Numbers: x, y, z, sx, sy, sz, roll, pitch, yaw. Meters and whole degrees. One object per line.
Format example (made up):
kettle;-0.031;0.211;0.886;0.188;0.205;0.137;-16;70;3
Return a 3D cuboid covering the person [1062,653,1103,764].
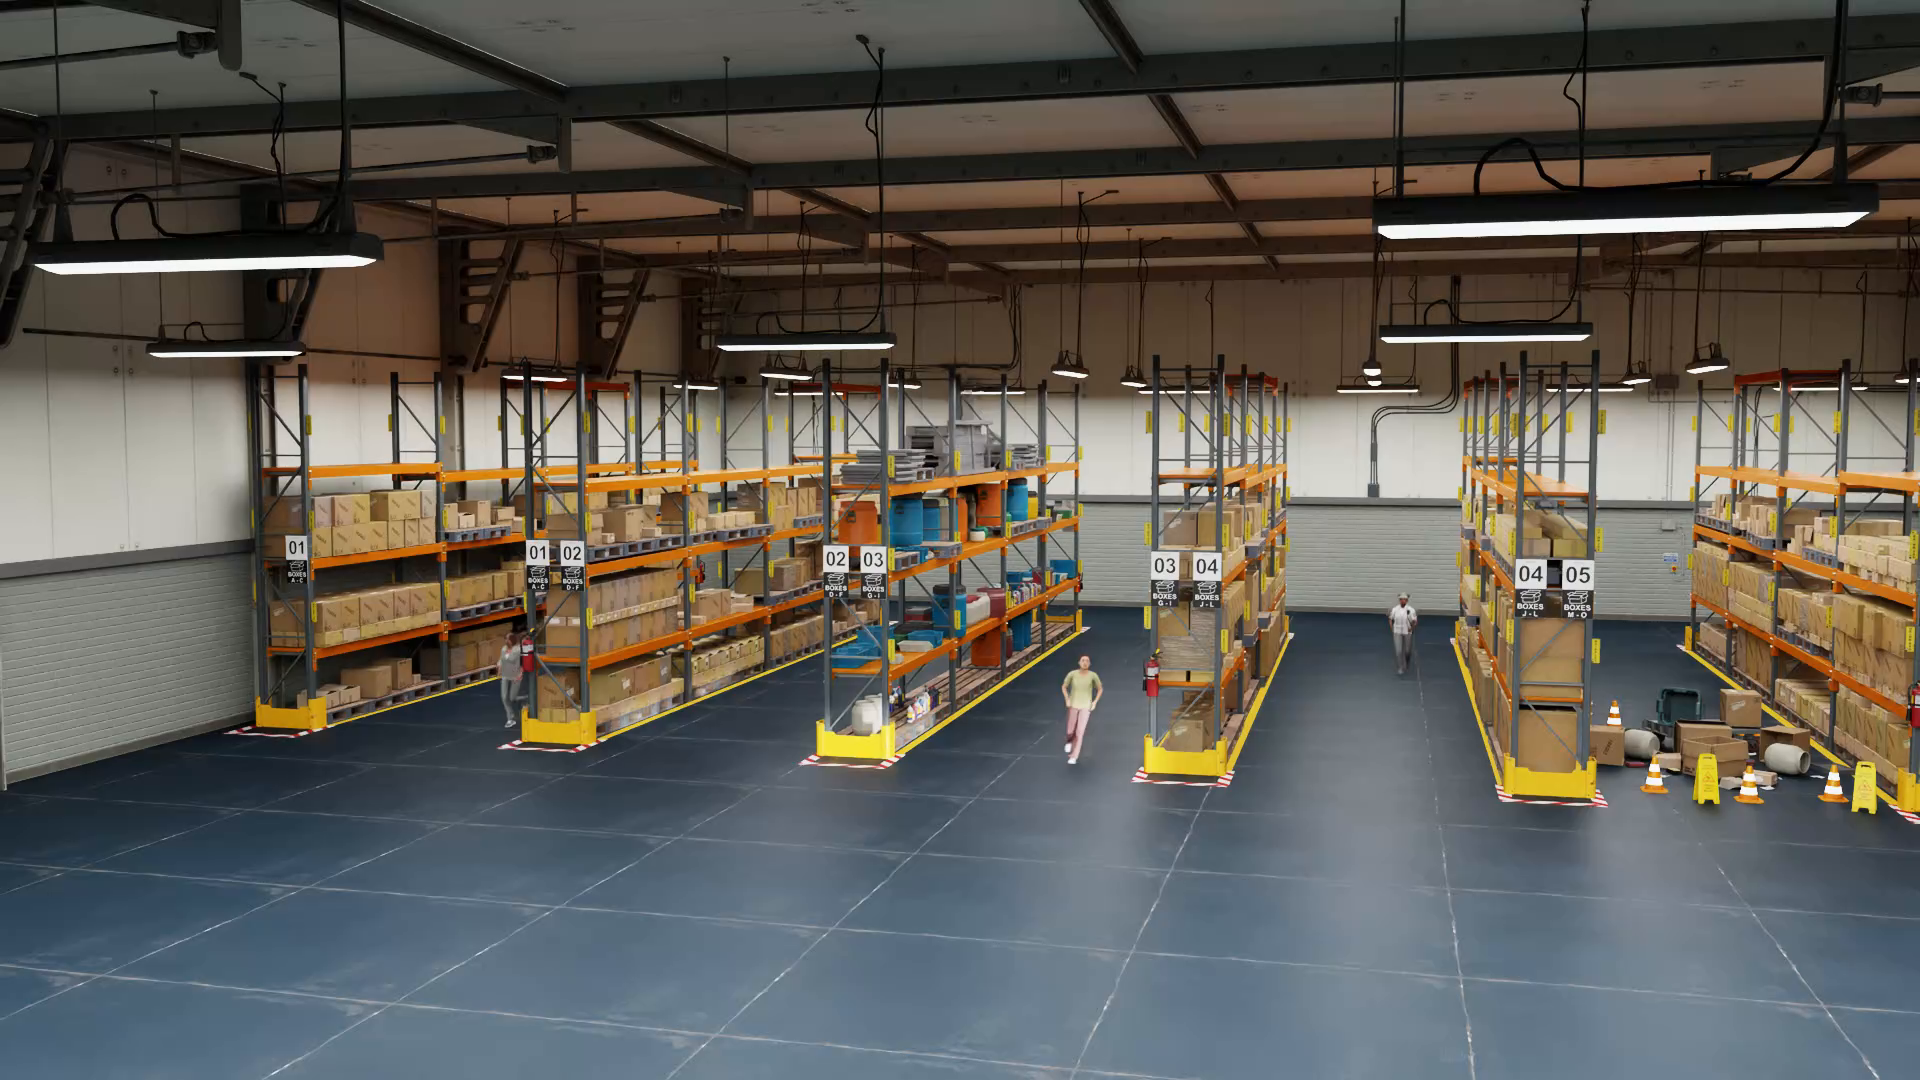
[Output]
person;1.823;2.486;24.747;0.610;1.623;0.636;0;4;4

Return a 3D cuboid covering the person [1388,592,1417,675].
person;8.895;1.869;33.448;0.576;1.652;0.592;1;4;19

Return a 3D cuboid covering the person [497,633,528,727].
person;-7.468;2.319;27.800;0.563;1.570;0.578;1;4;13
